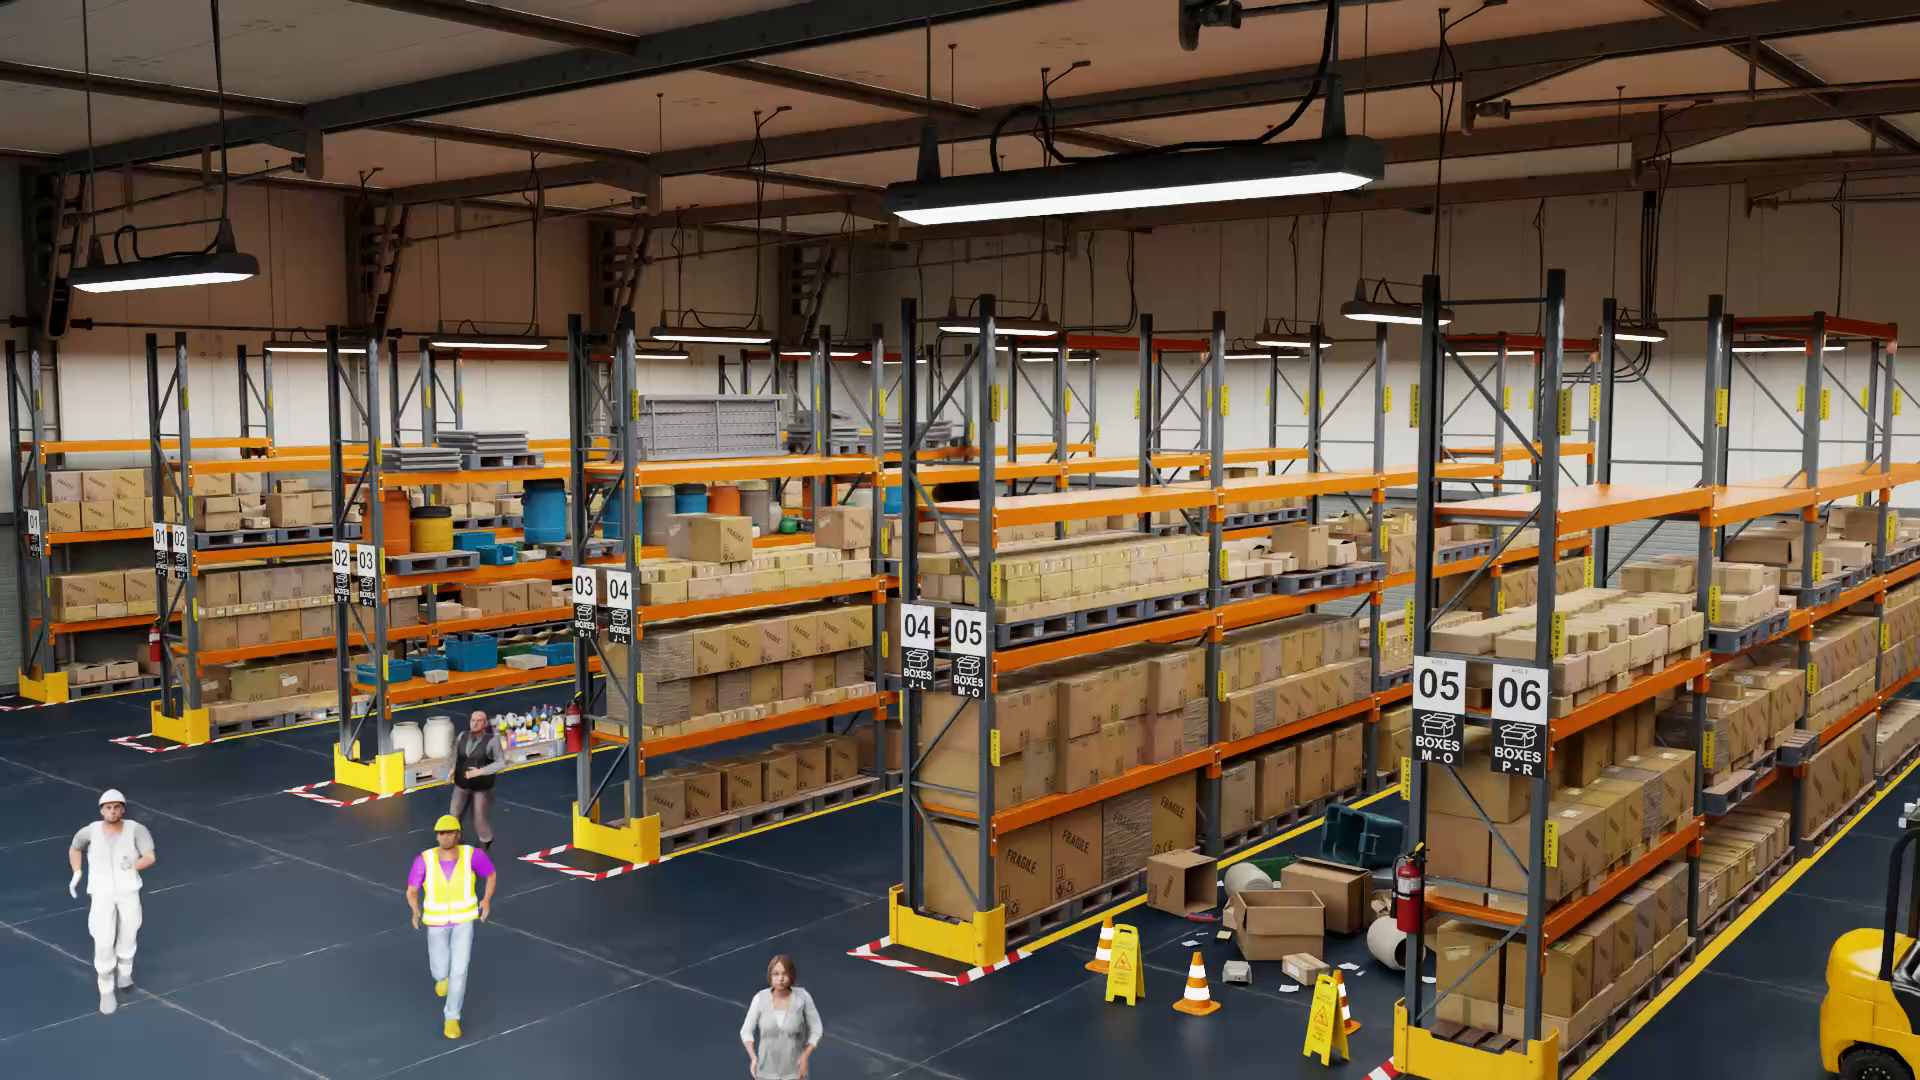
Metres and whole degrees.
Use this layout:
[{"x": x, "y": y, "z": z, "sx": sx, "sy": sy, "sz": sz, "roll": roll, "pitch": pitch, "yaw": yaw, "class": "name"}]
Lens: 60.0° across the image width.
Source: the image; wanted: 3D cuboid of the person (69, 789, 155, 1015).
[{"x": -7.125, "y": 3.015, "z": 14.009, "sx": 0.643, "sy": 1.845, "sz": 0.774, "roll": -3, "pitch": 6, "yaw": -31, "class": "person"}]

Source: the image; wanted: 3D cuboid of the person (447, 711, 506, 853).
[{"x": -5.237, "y": 2.715, "z": 18.070, "sx": 0.680, "sy": 1.760, "sz": 0.850, "roll": 1, "pitch": 5, "yaw": 9, "class": "person"}]

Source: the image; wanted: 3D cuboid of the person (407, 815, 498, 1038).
[{"x": -4.143, "y": 3.096, "z": 13.583, "sx": 0.711, "sy": 1.732, "sz": 0.793, "roll": -1, "pitch": 5, "yaw": -13, "class": "person"}]

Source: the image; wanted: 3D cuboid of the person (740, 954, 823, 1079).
[{"x": -1.153, "y": 3.428, "z": 10.733, "sx": 0.534, "sy": 1.546, "sz": 0.565, "roll": 0, "pitch": 5, "yaw": -3, "class": "person"}]
